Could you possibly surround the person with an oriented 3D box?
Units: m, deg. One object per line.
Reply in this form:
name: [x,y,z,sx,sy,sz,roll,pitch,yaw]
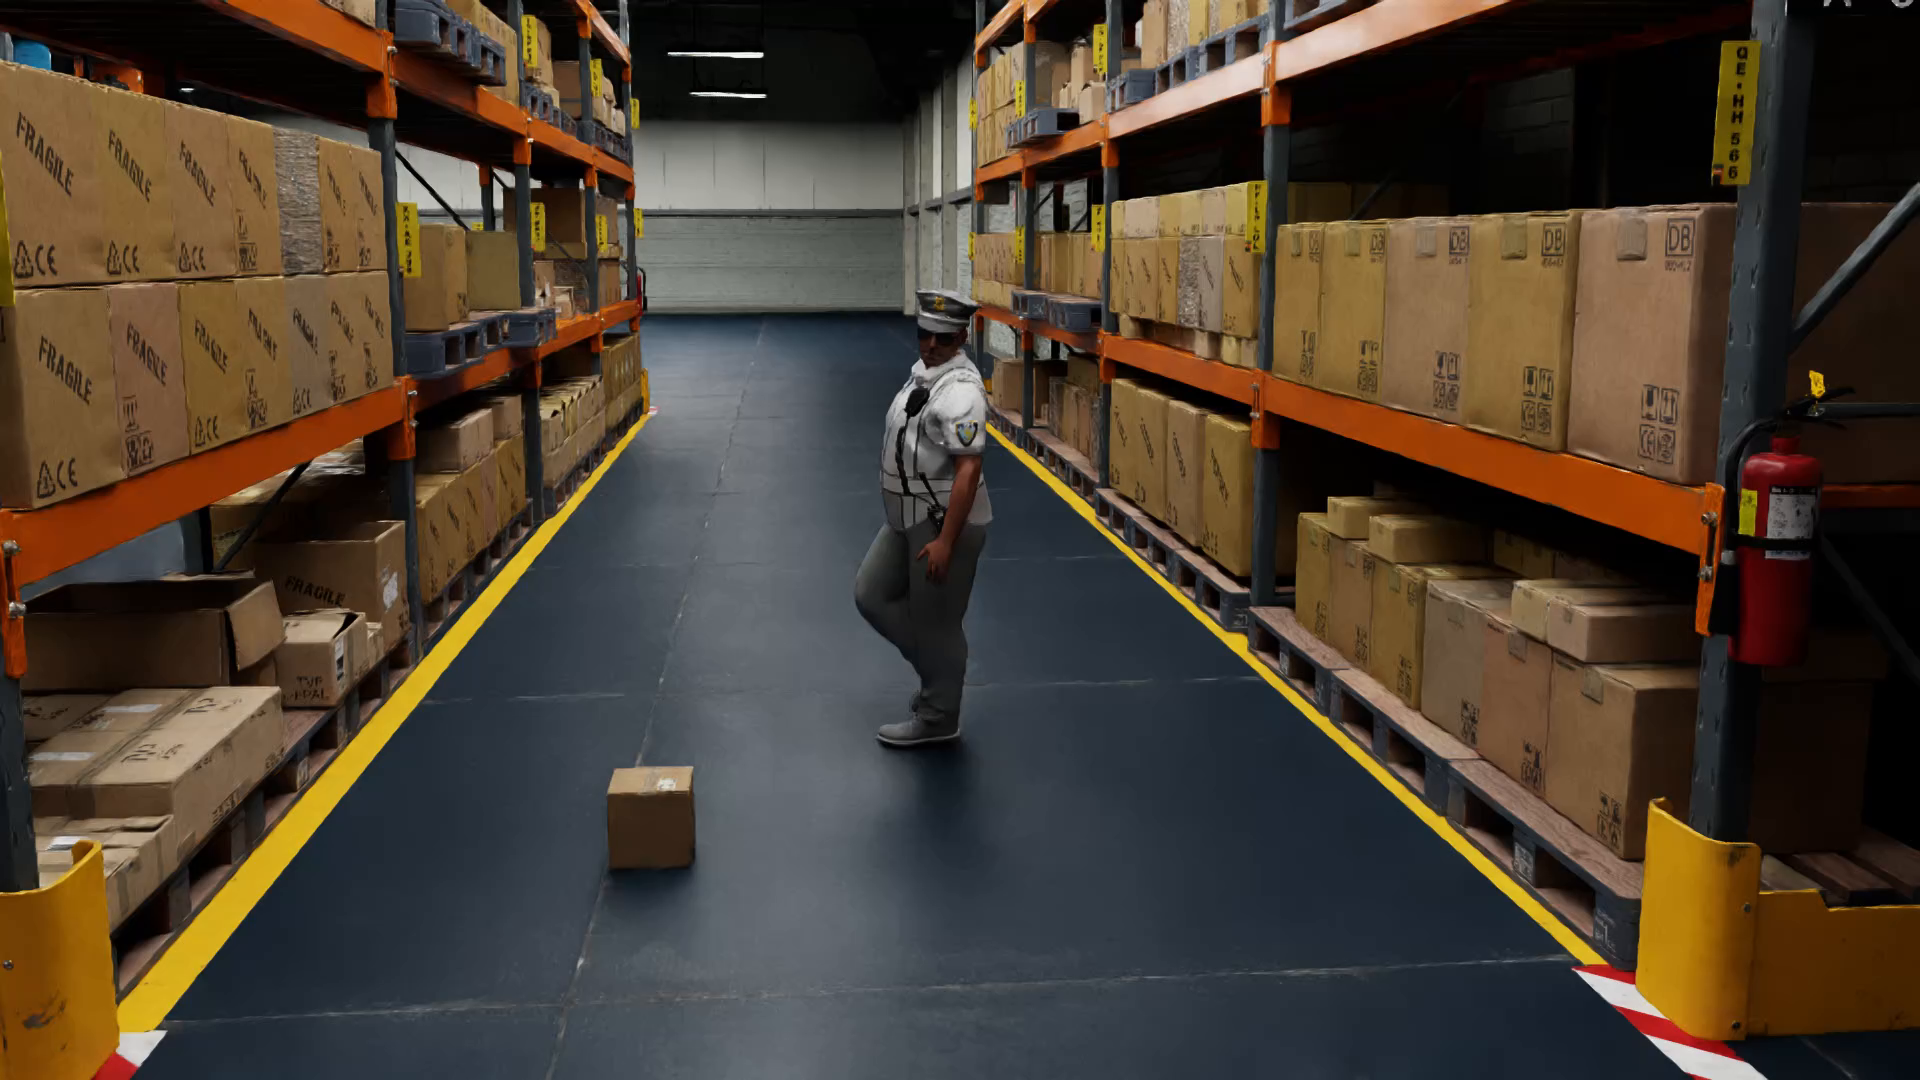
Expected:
person: [-0.141,-0.059,6.200,0.471,1.742,0.747,-2,10,-14]
